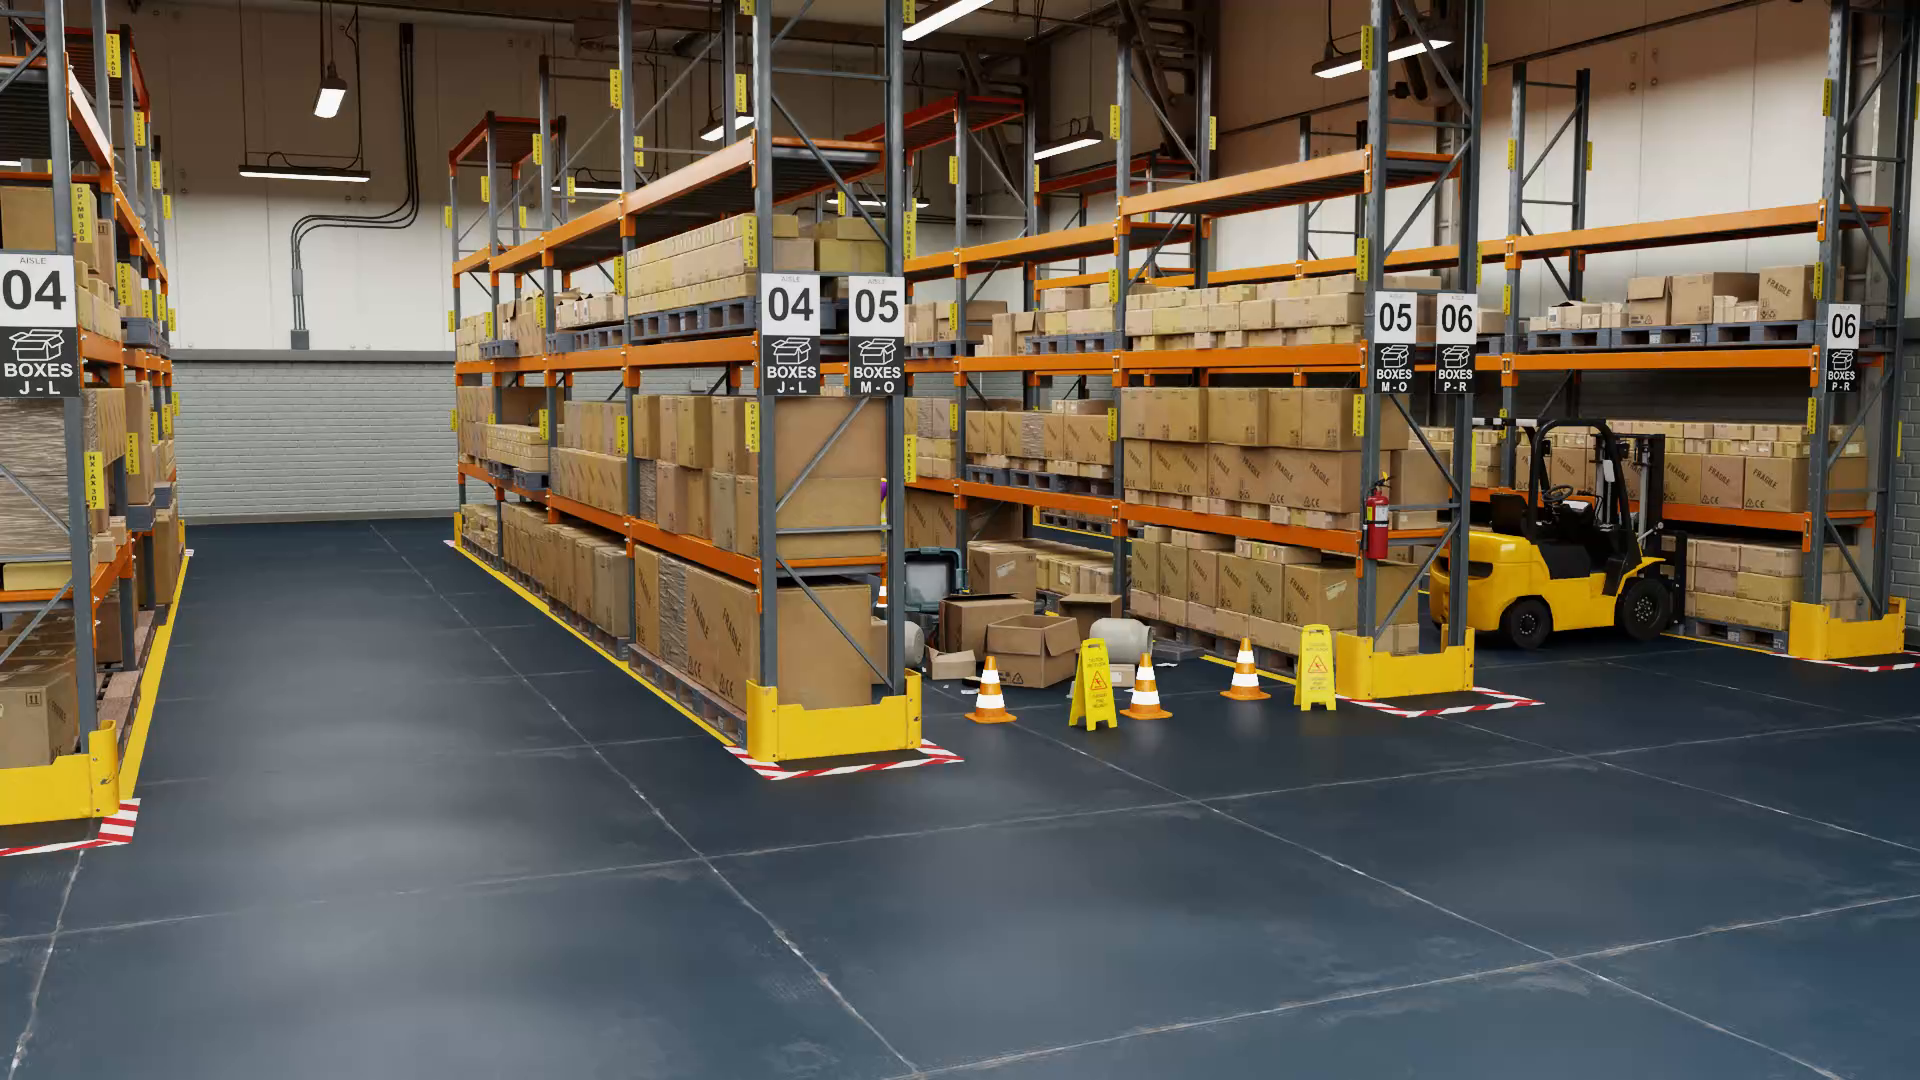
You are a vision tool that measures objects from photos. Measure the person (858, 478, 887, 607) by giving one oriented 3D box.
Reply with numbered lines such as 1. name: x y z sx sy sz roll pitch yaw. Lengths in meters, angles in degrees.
1. person: -1.053 -0.085 18.038 0.541 1.769 0.548 -2 6 -24
